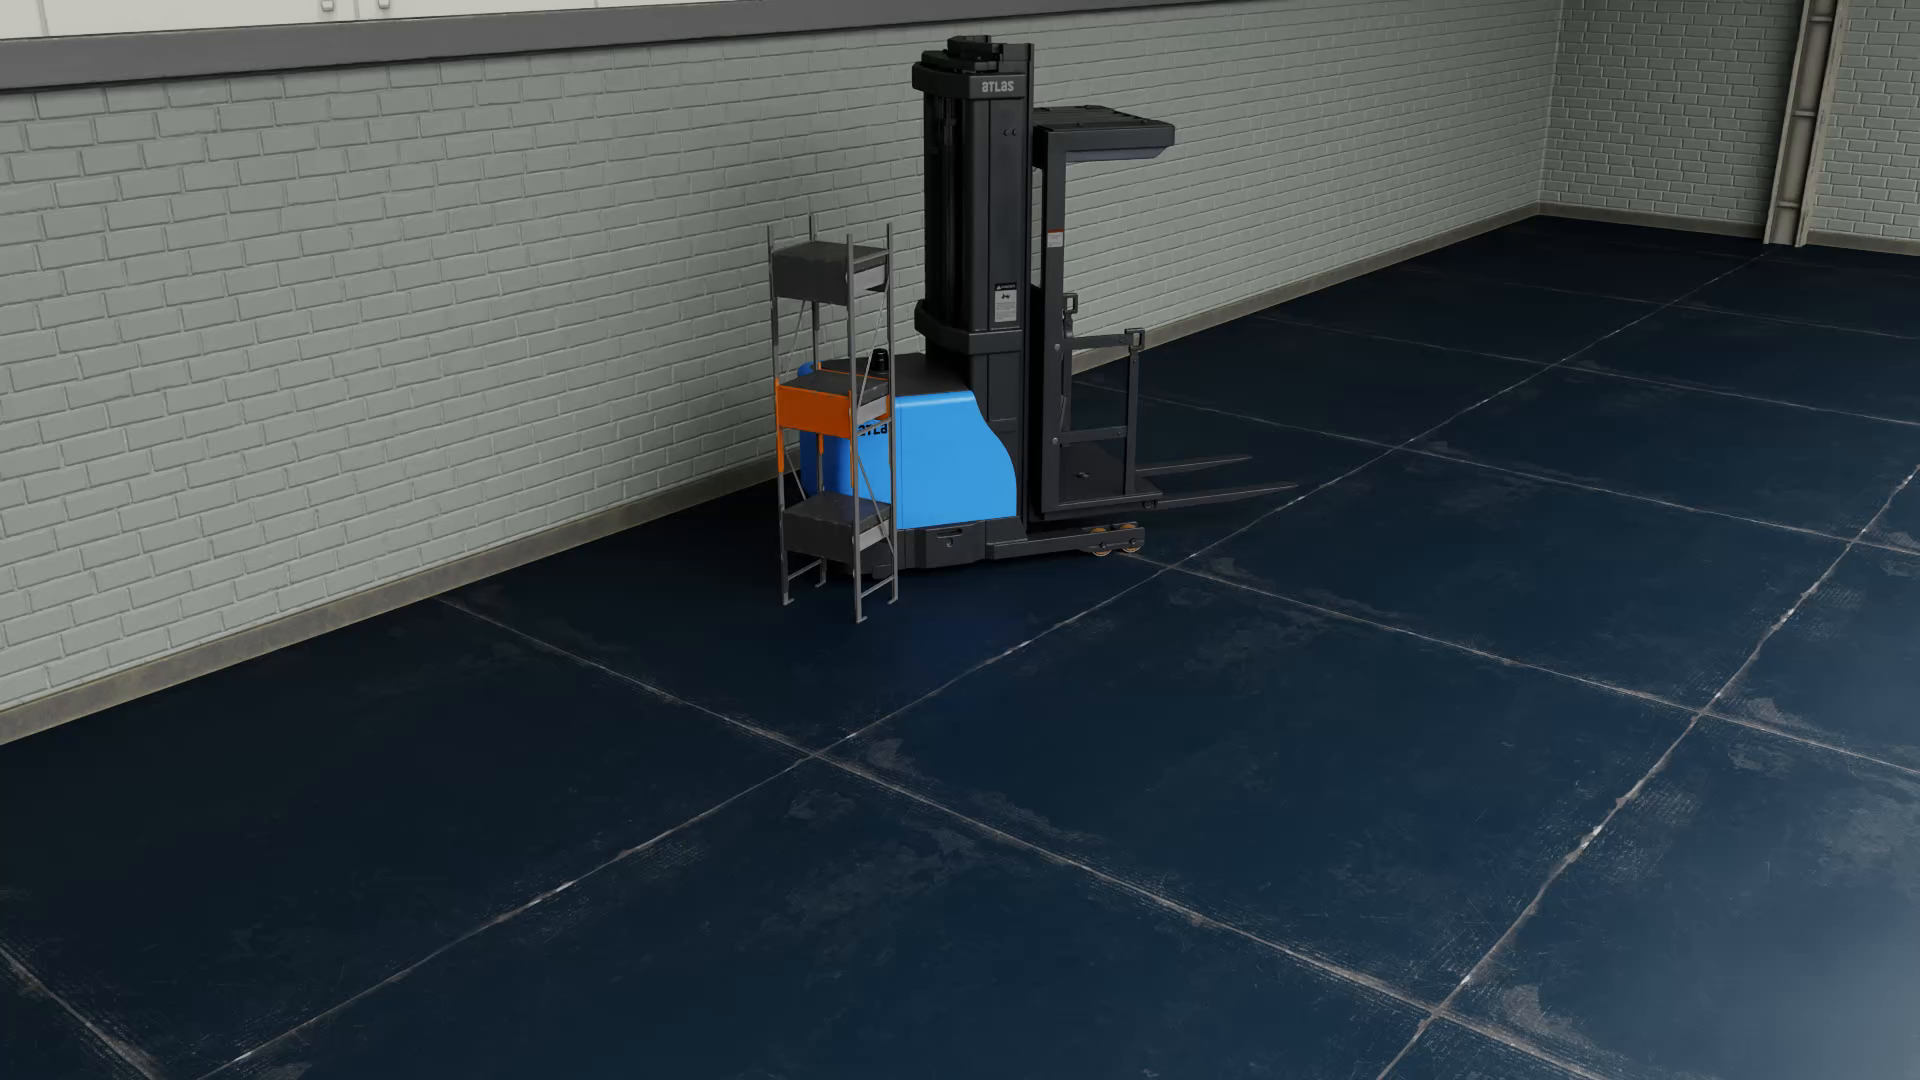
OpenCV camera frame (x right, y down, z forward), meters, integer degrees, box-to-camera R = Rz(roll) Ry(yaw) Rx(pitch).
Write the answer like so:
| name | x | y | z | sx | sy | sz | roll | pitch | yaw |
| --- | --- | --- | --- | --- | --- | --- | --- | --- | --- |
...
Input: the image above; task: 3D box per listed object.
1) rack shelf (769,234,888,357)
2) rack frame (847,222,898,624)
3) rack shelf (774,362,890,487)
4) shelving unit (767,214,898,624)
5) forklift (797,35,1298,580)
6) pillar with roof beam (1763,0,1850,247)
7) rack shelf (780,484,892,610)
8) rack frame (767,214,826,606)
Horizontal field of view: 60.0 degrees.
| name | x | y | z | sx | sy | sz | roll | pitch | yaw |
| --- | --- | --- | --- | --- | --- | --- | --- | --- | --- |
| rack shelf | -0.665 | -1.278 | 8.636 | 0.480 | 0.518 | 0.431 | 12 | 24 | 28 |
| rack frame | -0.454 | -0.592 | 8.762 | 0.015 | 2.100 | 0.400 | 12 | 24 | 28 |
| rack shelf | -0.665 | -0.623 | 8.883 | 0.480 | 0.518 | 0.431 | 12 | 24 | 28 |
| shelving unit | -0.665 | -0.636 | 8.878 | 0.503 | 2.100 | 0.431 | 12 | 24 | 28 |
| forklift | 0.589 | -1.443 | 9.841 | 3.031 | 2.935 | 1.130 | -7 | 22 | -18 |
| pillar with roof beam | 6.848 | -6.478 | 14.593 | 0.400 | 9.000 | 9.100 | 16 | 26 | 36 |
| rack shelf | -0.665 | 0.032 | 9.130 | 0.480 | 0.518 | 0.431 | 12 | 24 | 28 |
| rack frame | -0.875 | -0.679 | 8.994 | 0.015 | 2.100 | 0.400 | 12 | 24 | 28 |
